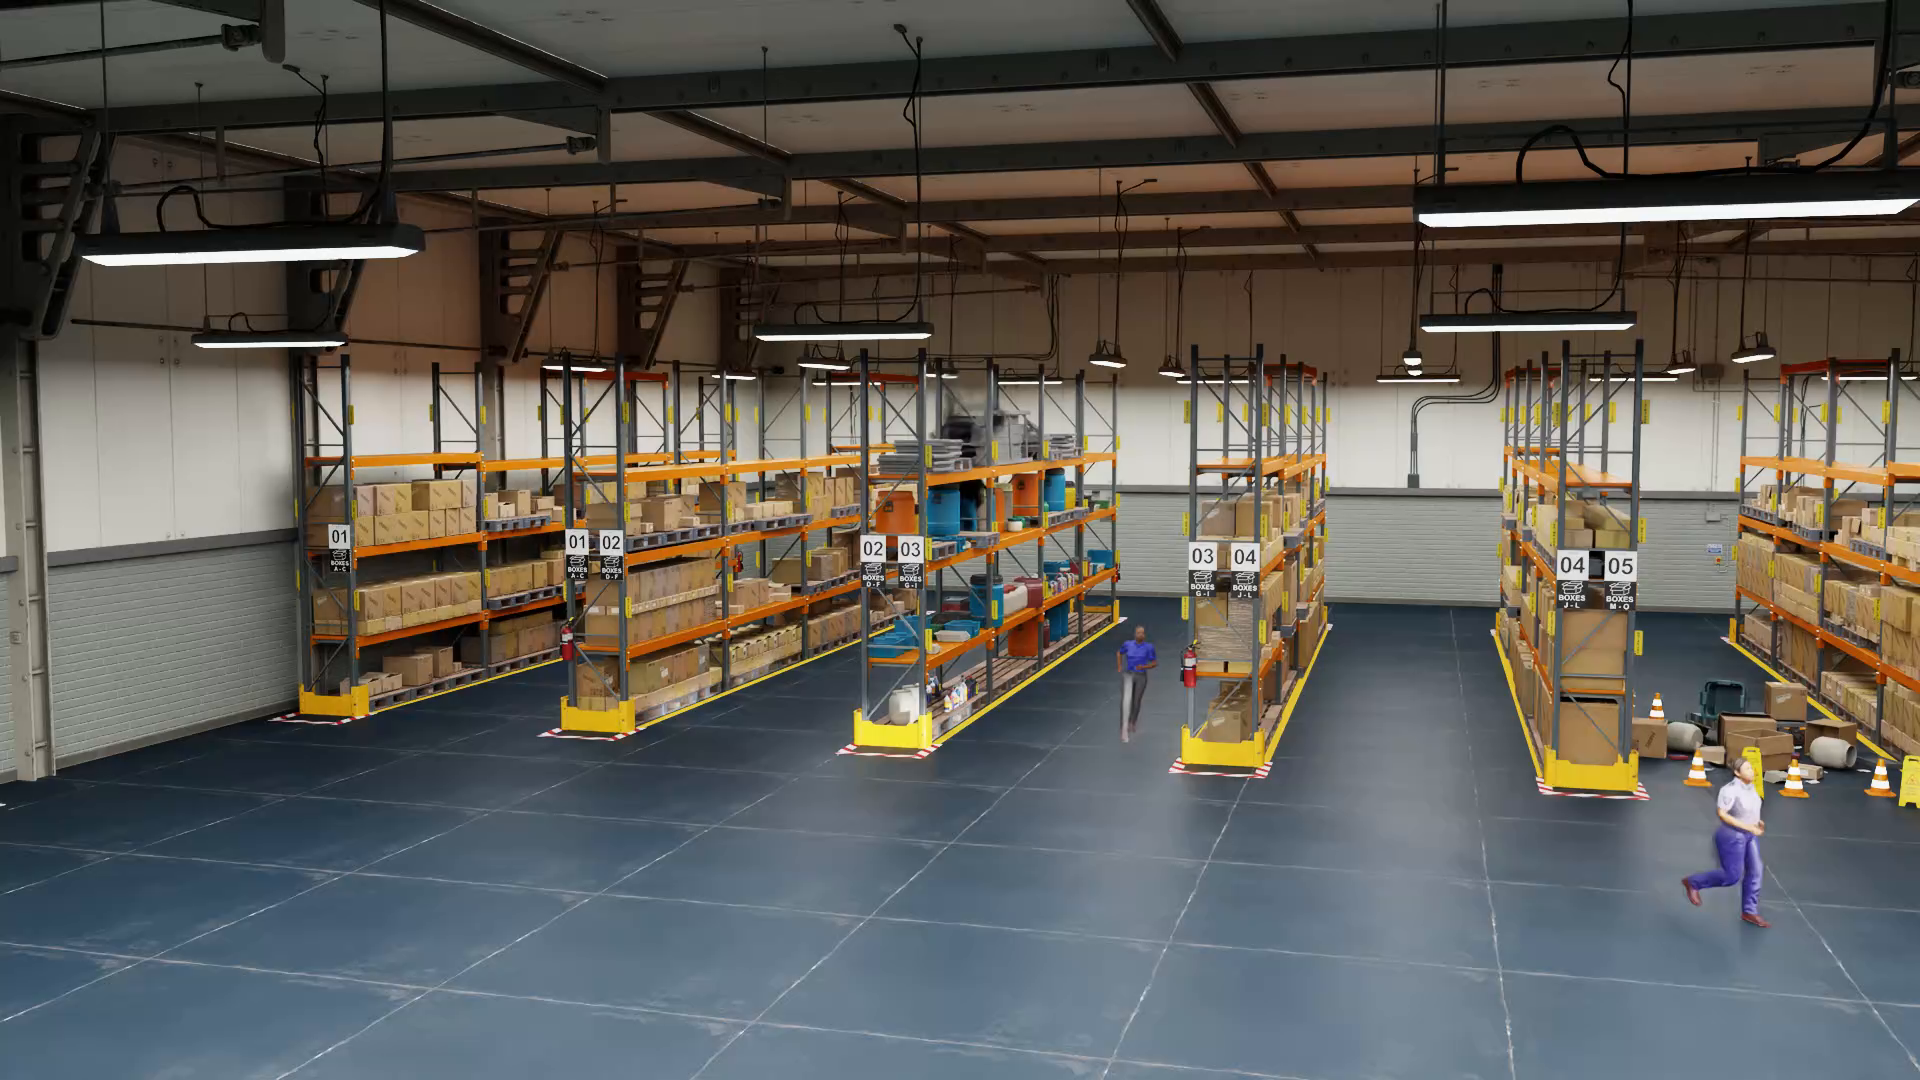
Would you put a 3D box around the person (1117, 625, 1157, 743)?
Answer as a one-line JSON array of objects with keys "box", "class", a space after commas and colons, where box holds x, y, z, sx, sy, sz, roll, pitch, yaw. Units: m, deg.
[{"box": [2.620, 2.098, 24.653, 0.592, 1.689, 0.824, 0, 4, 6], "class": "person"}]

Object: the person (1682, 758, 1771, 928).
[{"box": [7.683, 2.967, 16.532, 0.615, 1.646, 0.818, -3, 5, -37], "class": "person"}]
